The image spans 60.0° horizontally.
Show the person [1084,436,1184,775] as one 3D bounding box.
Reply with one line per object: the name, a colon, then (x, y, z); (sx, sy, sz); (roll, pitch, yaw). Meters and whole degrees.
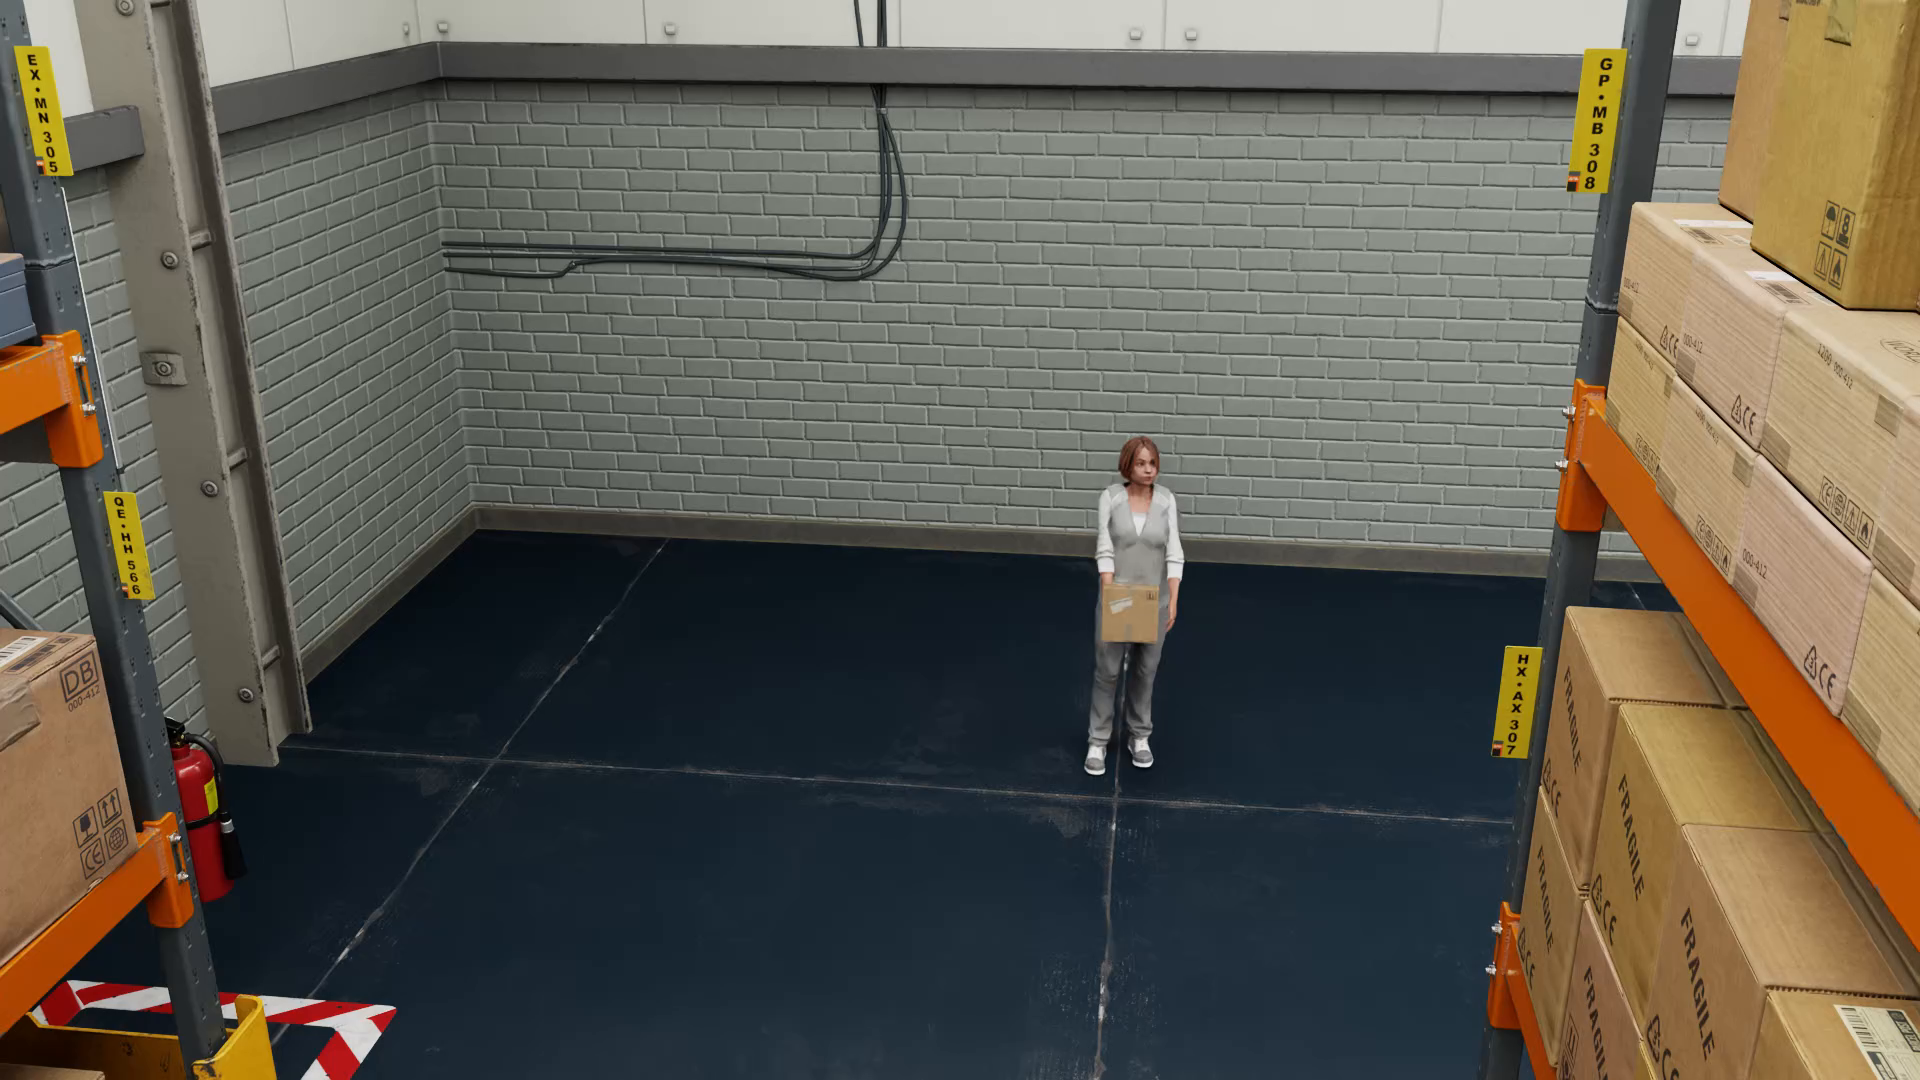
person: (0.813, 0.321, 7.776); (0.457, 1.599, 0.458); (-2, 22, -5)
